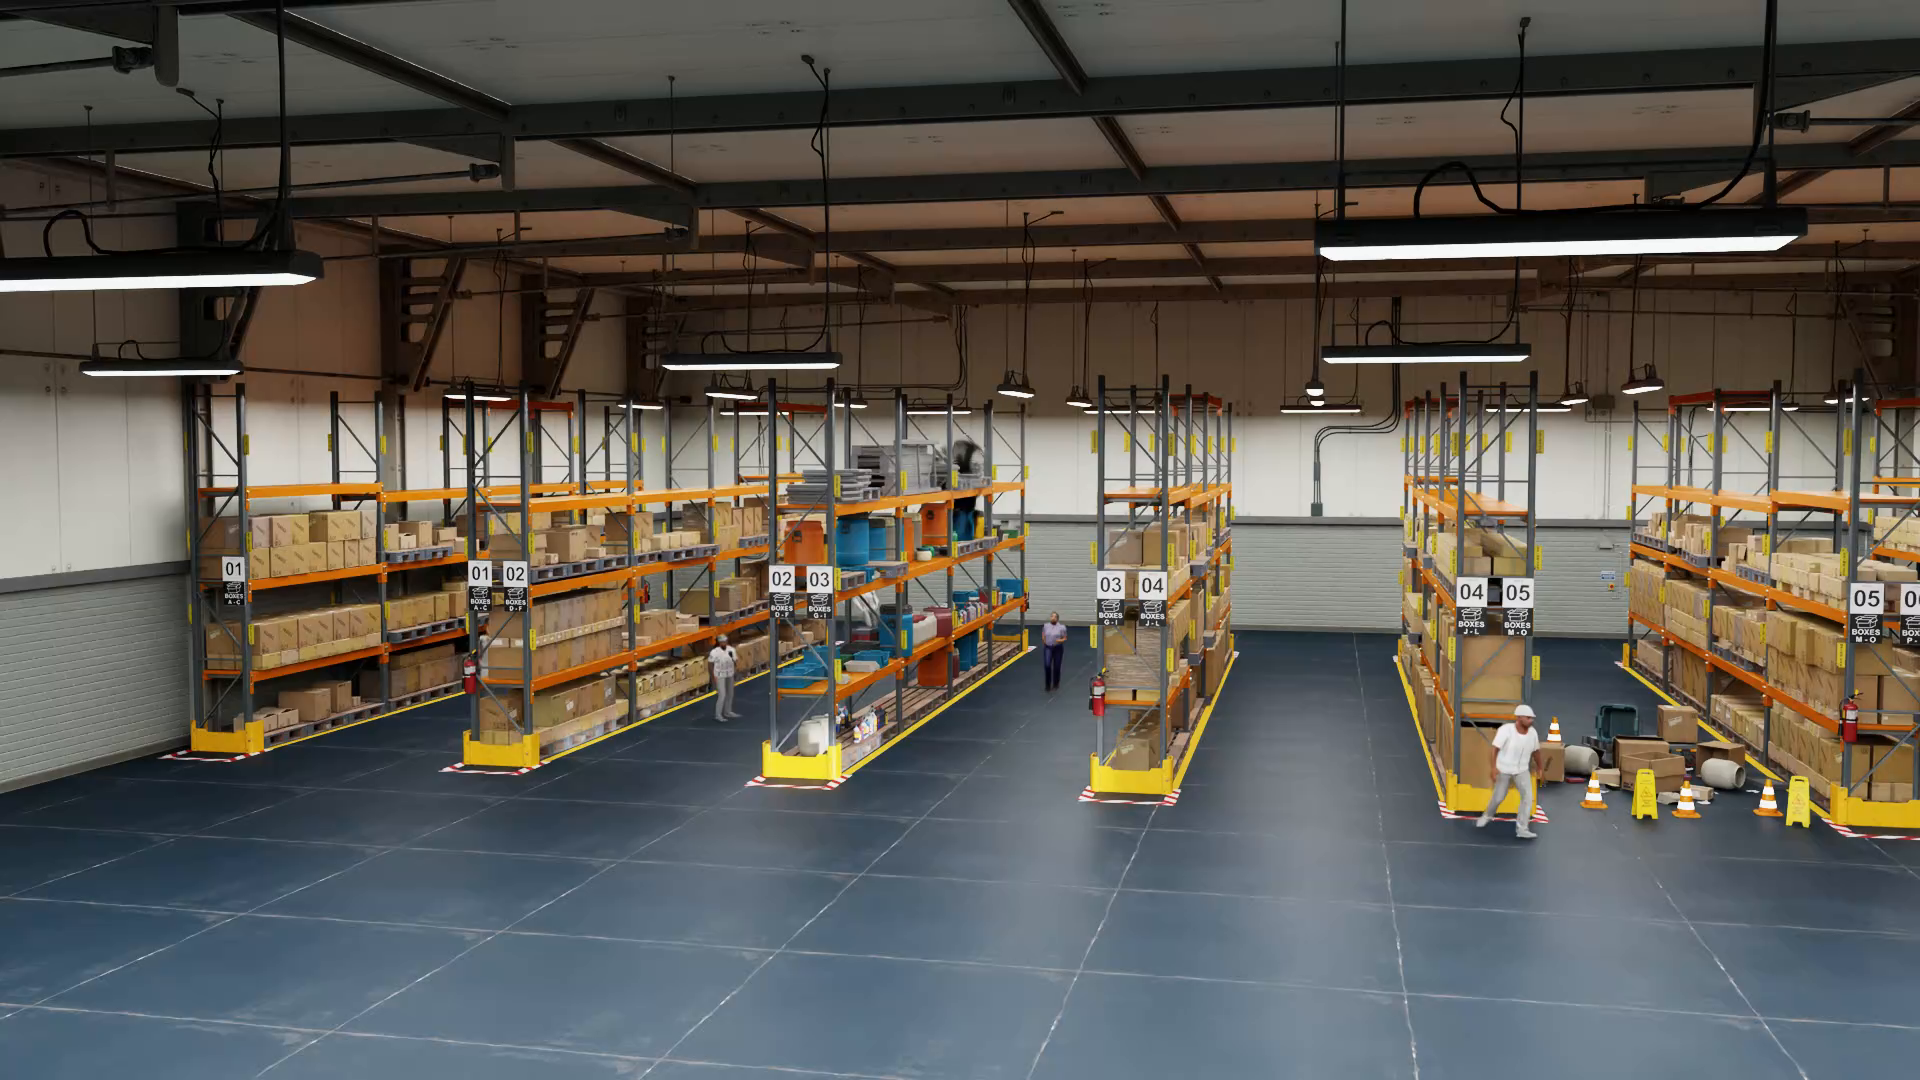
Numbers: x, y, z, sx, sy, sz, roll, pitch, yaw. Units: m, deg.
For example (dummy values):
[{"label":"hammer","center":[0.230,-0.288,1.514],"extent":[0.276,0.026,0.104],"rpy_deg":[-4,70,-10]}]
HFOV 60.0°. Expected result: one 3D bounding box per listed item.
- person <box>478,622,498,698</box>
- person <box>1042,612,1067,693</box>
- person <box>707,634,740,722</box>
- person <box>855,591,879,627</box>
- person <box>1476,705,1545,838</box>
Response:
[{"label":"person","center":[-8.918,2.383,31.552],"extent":[0.513,1.670,0.811],"rpy_deg":[-1,3,-13]},{"label":"person","center":[1.913,2.276,33.745],"extent":[0.493,1.665,0.801],"rpy_deg":[0,3,2]},{"label":"person","center":[-4.249,2.493,30.243],"extent":[0.632,1.622,0.774],"rpy_deg":[-3,4,-39]},{"label":"person","center":[-2.351,1.791,41.995],"extent":[0.594,1.644,0.674],"rpy_deg":[-1,3,-18]},{"label":"person","center":[7.070,2.941,21.362],"extent":[0.783,1.709,0.870],"rpy_deg":[-1,3,-15]}]
